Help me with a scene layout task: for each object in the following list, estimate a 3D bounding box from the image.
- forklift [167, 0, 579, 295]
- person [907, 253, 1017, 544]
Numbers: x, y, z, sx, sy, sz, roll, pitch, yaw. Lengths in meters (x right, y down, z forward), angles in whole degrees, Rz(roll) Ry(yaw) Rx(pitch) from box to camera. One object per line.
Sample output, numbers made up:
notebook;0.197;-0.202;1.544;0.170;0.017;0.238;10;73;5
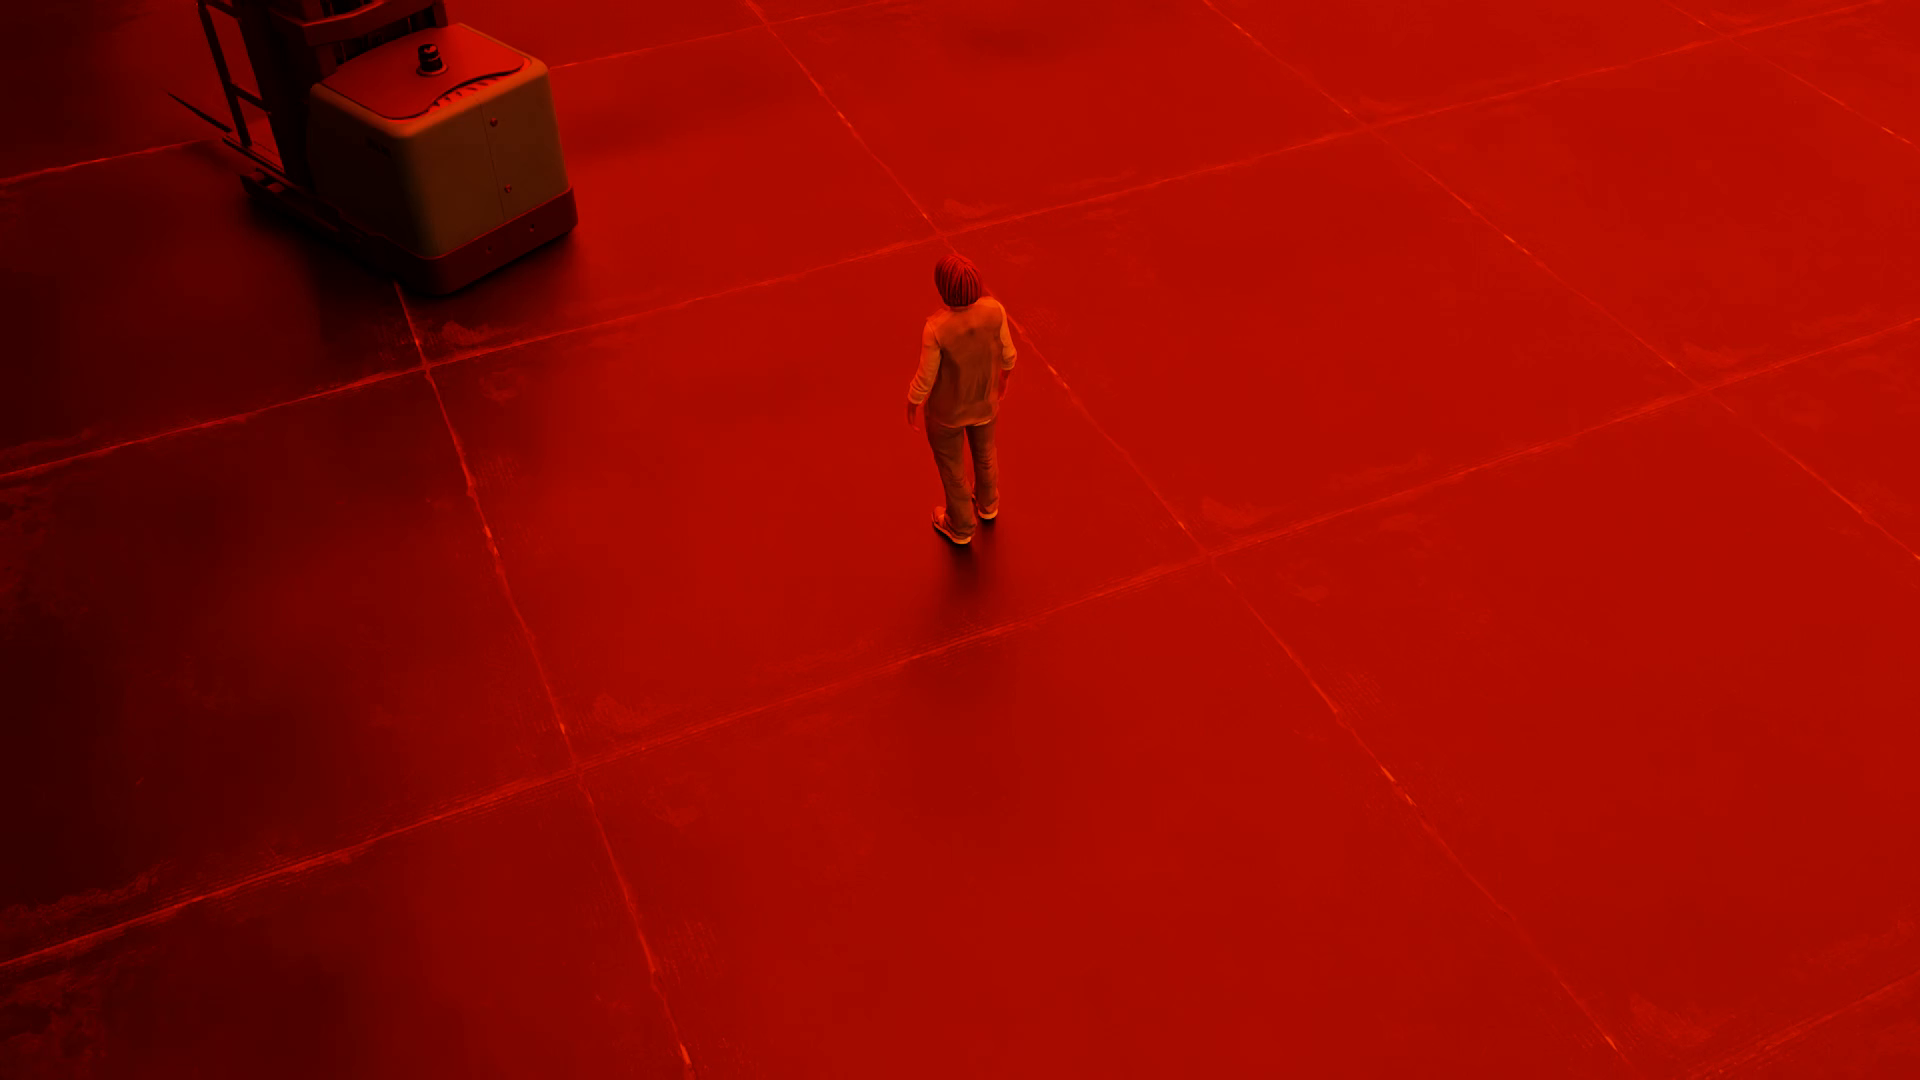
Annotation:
forklift;-3.678;-3.279;9.194;3.031;2.935;1.130;30;51;28
person;-0.018;-0.639;7.332;0.520;1.597;0.475;-18;46;-18
